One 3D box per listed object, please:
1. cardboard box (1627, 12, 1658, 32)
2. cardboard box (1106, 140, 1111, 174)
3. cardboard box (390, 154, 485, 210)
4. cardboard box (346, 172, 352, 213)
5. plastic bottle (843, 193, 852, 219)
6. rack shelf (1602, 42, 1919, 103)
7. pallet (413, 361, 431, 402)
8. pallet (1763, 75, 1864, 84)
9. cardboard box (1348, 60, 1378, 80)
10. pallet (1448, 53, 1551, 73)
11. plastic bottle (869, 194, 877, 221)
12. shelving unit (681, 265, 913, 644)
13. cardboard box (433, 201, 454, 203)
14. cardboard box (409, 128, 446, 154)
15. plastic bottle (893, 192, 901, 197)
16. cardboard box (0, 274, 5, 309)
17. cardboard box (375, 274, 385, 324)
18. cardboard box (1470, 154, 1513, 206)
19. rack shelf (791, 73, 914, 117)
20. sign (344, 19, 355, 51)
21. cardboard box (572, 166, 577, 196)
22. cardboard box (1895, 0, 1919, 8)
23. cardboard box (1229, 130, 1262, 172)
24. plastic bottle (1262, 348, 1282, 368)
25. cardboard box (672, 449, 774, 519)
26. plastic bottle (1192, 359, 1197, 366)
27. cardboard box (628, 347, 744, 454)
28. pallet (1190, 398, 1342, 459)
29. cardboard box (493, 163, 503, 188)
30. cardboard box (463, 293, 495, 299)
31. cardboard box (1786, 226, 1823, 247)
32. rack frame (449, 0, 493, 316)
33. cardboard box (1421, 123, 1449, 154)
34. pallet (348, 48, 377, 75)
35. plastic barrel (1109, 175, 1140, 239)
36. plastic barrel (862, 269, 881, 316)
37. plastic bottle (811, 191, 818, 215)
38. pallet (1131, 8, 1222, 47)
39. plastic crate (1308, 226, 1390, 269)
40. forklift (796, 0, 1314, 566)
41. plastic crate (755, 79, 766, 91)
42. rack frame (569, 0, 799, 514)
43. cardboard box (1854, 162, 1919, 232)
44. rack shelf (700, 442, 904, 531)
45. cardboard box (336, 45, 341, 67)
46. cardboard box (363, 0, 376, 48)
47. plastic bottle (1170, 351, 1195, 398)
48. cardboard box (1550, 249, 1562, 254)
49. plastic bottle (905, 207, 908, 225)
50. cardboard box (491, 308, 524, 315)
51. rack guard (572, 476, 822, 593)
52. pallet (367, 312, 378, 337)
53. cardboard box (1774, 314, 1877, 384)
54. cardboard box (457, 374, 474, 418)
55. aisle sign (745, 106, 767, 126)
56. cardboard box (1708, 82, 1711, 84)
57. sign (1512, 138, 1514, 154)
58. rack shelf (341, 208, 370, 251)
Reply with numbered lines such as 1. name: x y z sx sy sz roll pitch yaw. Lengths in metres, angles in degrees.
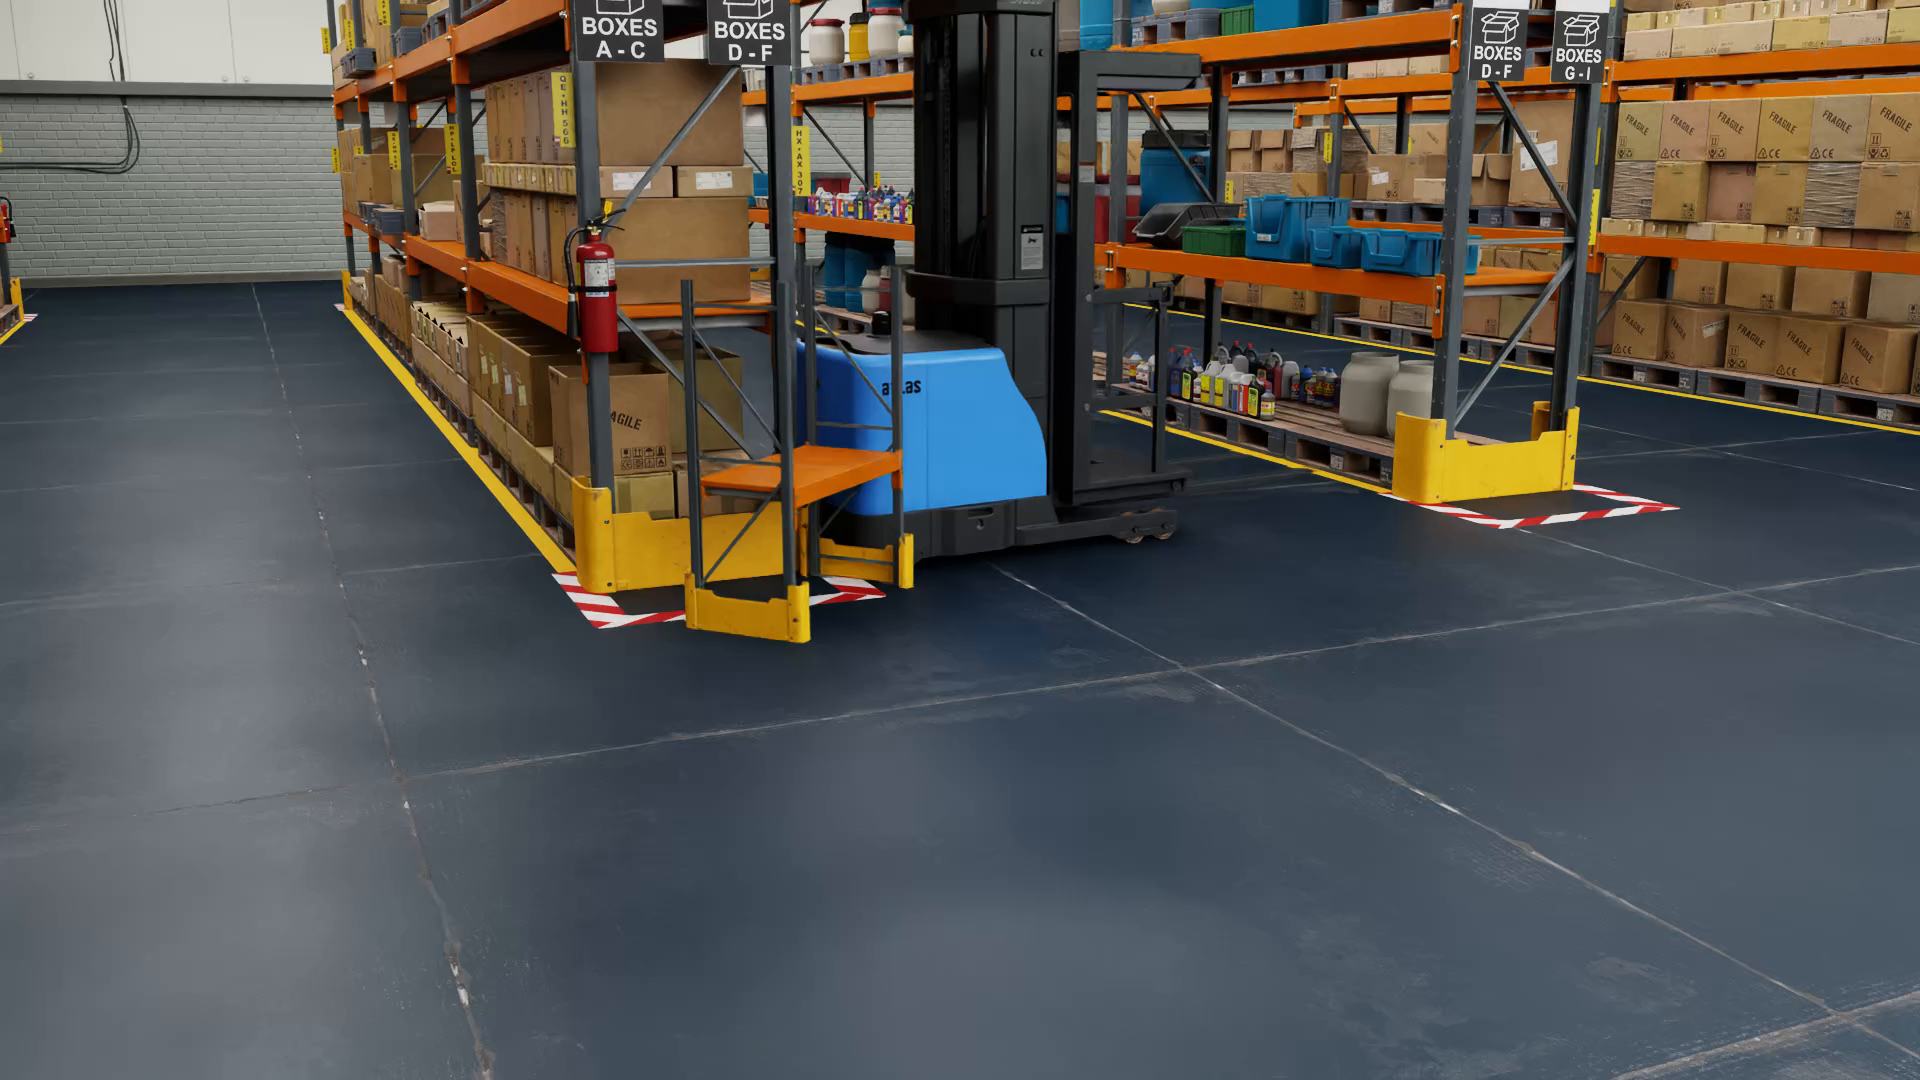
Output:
1. cardboard box: 6.049 -4.507 14.488 0.380 0.149 0.250 -6 14 -25
2. cardboard box: 2.370 -5.284 23.060 0.500 0.500 0.500 -5 14 -22
3. cardboard box: -4.835 -3.325 15.432 0.700 0.500 0.500 -12 18 -42
4. cardboard box: -7.338 -4.328 20.696 0.500 0.500 0.500 -6 14 -23
5. plastic bottle: -1.242 -3.795 18.892 0.152 0.276 0.135 -6 14 -23
6. rack shelf: 7.002 -3.717 13.222 1.077 0.370 4.000 -6 14 -23
7. pallet: -4.186 -1.420 14.537 1.003 0.211 1.213 -6 14 -23
8. pallet: 9.941 -5.284 18.813 1.003 0.211 1.213 -5 14 -20
9. cardboard box: 4.554 -5.114 17.995 0.500 0.250 0.500 -5 14 -22
10. pallet: 5.633 -4.741 16.465 1.213 0.211 1.003 -6 14 -23
11. plastic bottle: -0.950 -3.623 18.131 0.061 0.283 0.133 -6 14 -23
12. shelving unit: -0.706 -0.431 7.407 0.587 1.500 1.083 6 14 24
13. cardboard box: -4.374 -2.830 14.641 0.500 0.311 0.500 -5 14 -19
14. cardboard box: -6.013 -4.437 18.950 0.500 0.500 0.500 -5 14 -21
15. plastic bottle: -0.739 -3.933 19.485 0.152 0.276 0.135 -6 14 -23
16. cardboard box: -11.850 -3.008 19.826 0.700 0.500 0.500 -6 14 -23
17. cardboard box: -6.111 -2.653 18.249 0.500 0.500 0.500 -6 14 -26
18. cardboard box: 5.422 -3.624 16.717 0.797 0.503 0.637 -4 14 -17
19. rack shelf: -0.741 -4.923 18.431 1.077 0.370 4.000 -6 14 -23
20. sign: -6.576 -5.441 17.928 0.100 0.325 0.005 -6 14 -23
21. cardboard box: -1.709 -1.780 8.247 0.380 0.149 0.250 -5 14 -22
22. cardboard box: 7.077 -3.966 12.148 0.380 0.149 0.250 -6 14 -23
23. cardboard box: 3.788 -4.809 20.549 0.797 0.503 0.637 -5 14 -21
24. plastic bottle: 2.391 -1.283 12.659 0.144 0.351 0.185 -6 14 -23
25. cardboard box: -1.286 -0.295 8.660 0.500 0.250 0.500 -6 14 -23
26. plastic bottle: 1.775 -1.234 12.625 0.097 0.271 0.097 0 13 0
27. cardboard box: -1.488 -0.764 9.021 0.500 0.500 0.500 -6 14 -23
28. pallet: 2.386 -0.819 11.940 1.003 0.211 1.213 -6 14 -23
29. cardboard box: -2.741 -2.312 10.549 0.380 0.149 0.250 -6 14 -24
30. cardboard box: -4.400 -2.069 15.723 0.500 0.500 0.500 -5 14 -21
31. cardboard box: 6.803 -2.412 13.194 0.380 0.149 0.250 -6 14 -23
32. rack frame: -2.877 -2.126 11.402 1.000 3.000 0.127 -6 14 -23
33. cardboard box: 7.145 -5.853 24.408 0.500 0.500 0.500 -6 14 -25
34. pallet: -5.467 -4.793 16.692 1.213 0.211 1.003 -6 14 -23
35. plastic barrel: 1.481 -2.856 14.256 0.433 0.535 0.433 0 13 0
36. plastic barrel: -0.912 -2.833 19.043 0.421 0.512 0.421 0 13 0
37. plastic bottle: -1.732 -4.026 19.874 0.061 0.283 0.133 -6 14 -23
38. pallet: 2.041 -3.801 12.409 1.213 0.211 1.003 -6 14 -23
39. plastic crate: 2.536 -1.885 10.690 0.499 0.251 0.408 -6 14 -23
40. forklift: 0.573 -1.503 8.865 3.031 2.935 1.130 -8 15 -29
41. plastic crate: -2.400 -5.786 21.152 0.293 0.136 0.466 -6 14 -23
42. rack frame: -1.275 -1.299 7.832 1.000 3.000 0.127 -6 14 -23
43. cardboard box: 7.298 -2.596 12.551 0.875 0.500 0.500 -6 14 -23
44. rack shelf: -0.710 -0.254 7.440 0.538 0.185 1.000 6 14 24
45. cardboard box: -7.317 -5.901 20.283 0.500 0.250 0.500 -6 14 -23
46. cardboard box: -5.948 -5.431 17.657 0.600 0.600 0.600 -7 15 -28
47. plastic bottle: 1.682 -1.253 12.530 0.144 0.351 0.185 -6 14 -25
48. cardboard box: 8.268 -3.953 22.246 0.500 0.250 0.500 -5 14 -22
49. plastic bottle: -0.522 -3.373 17.230 0.097 0.201 0.097 0 13 0
50. cardboard box: -3.630 -1.793 13.888 0.500 0.311 0.500 -6 14 -23
51. rack guard: -1.265 -0.077 8.092 1.175 0.500 0.348 -6 14 -23
52. pallet: -6.356 -2.562 19.471 1.003 0.211 1.213 -6 14 -23
53. cardboard box: 7.064 -1.562 13.579 0.500 0.500 0.500 -4 14 -18
54. cardboard box: -3.309 -1.050 11.922 0.500 0.250 0.500 -6 14 -24
55. aisle sign: -2.904 -6.359 23.929 0.394 0.787 0.004 -6 14 -23
56. cardboard box: 9.199 -5.925 20.945 0.500 0.500 0.500 -6 14 -23
57. sign: 8.089 -5.715 24.341 0.100 0.325 0.005 -6 14 -23
58. rack shelf: -6.883 -3.841 20.410 1.077 0.370 4.000 -6 14 -23
